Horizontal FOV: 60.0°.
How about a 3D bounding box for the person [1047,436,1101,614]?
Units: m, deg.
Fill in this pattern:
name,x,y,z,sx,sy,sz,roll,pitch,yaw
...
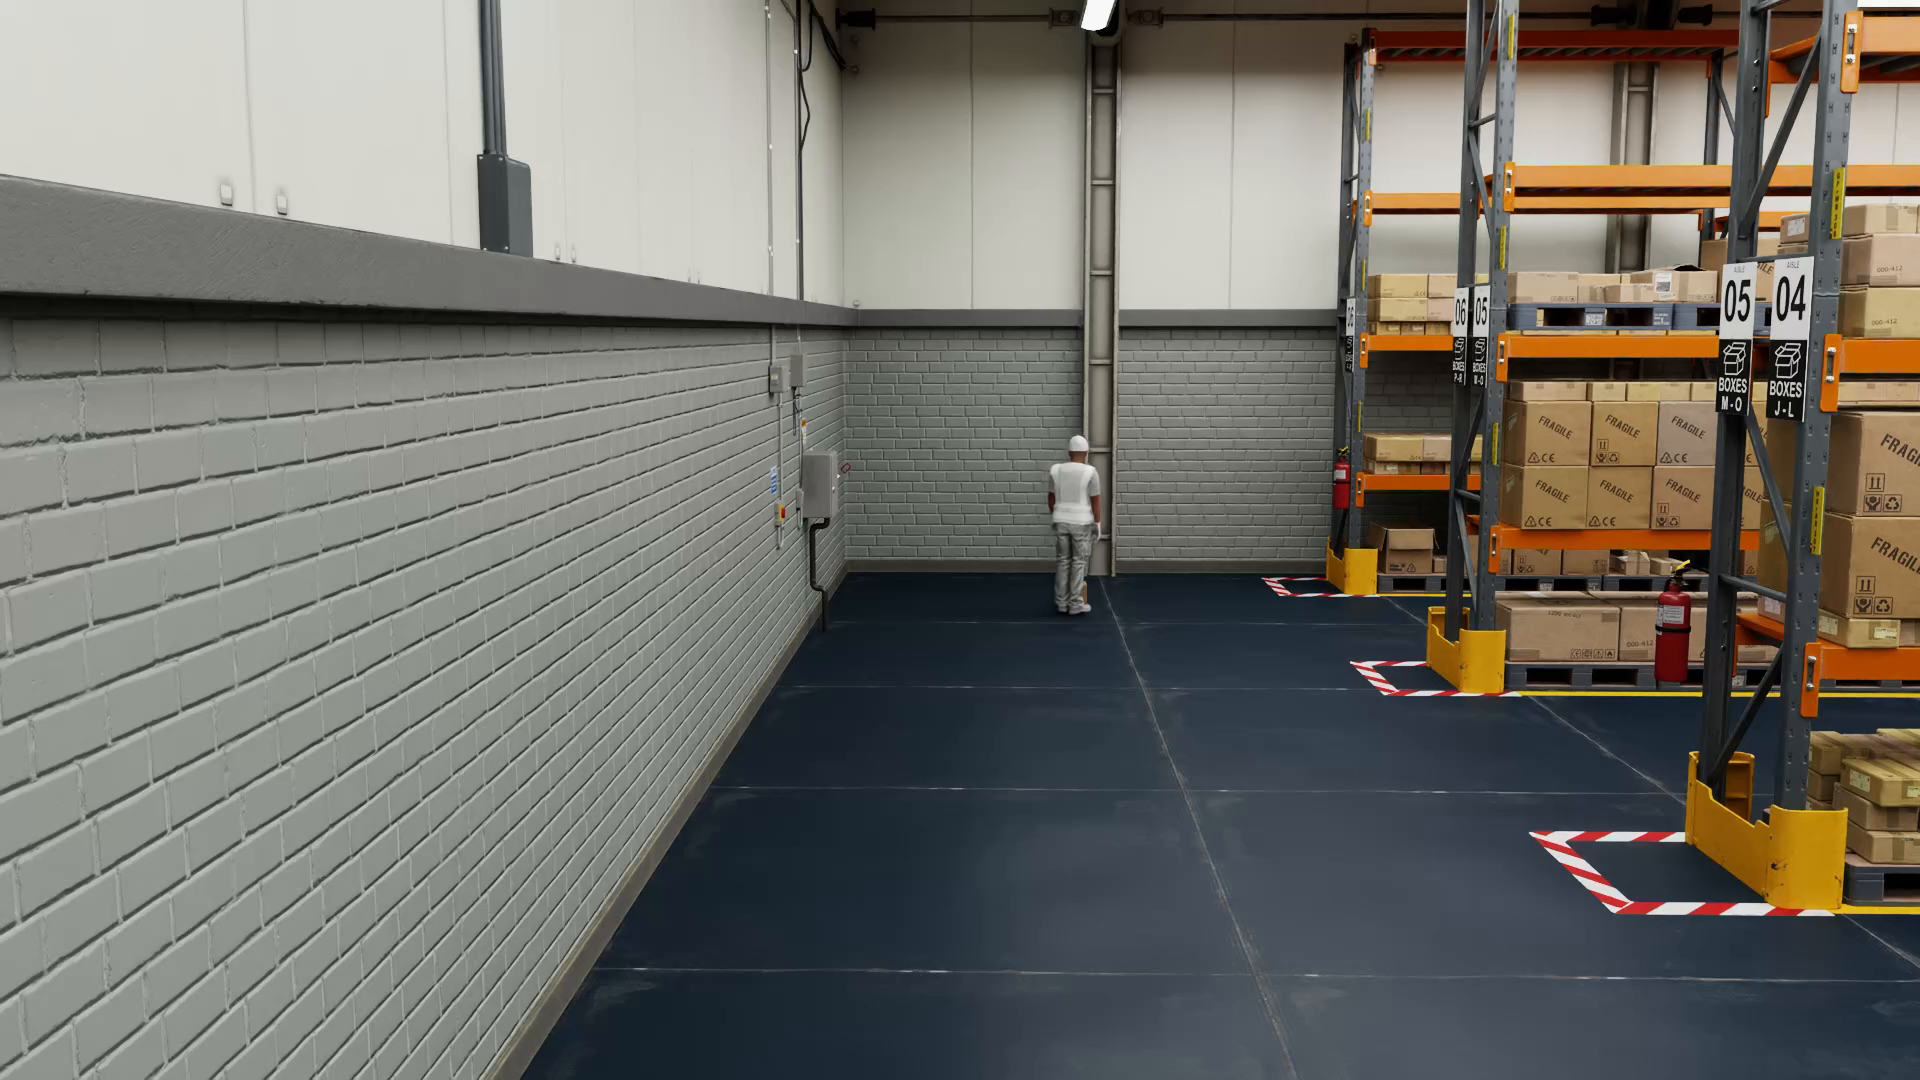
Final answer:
name,x,y,z,sx,sy,sz,roll,pitch,yaw
person,1.152,-0.158,16.747,0.569,1.789,0.366,3,8,26
